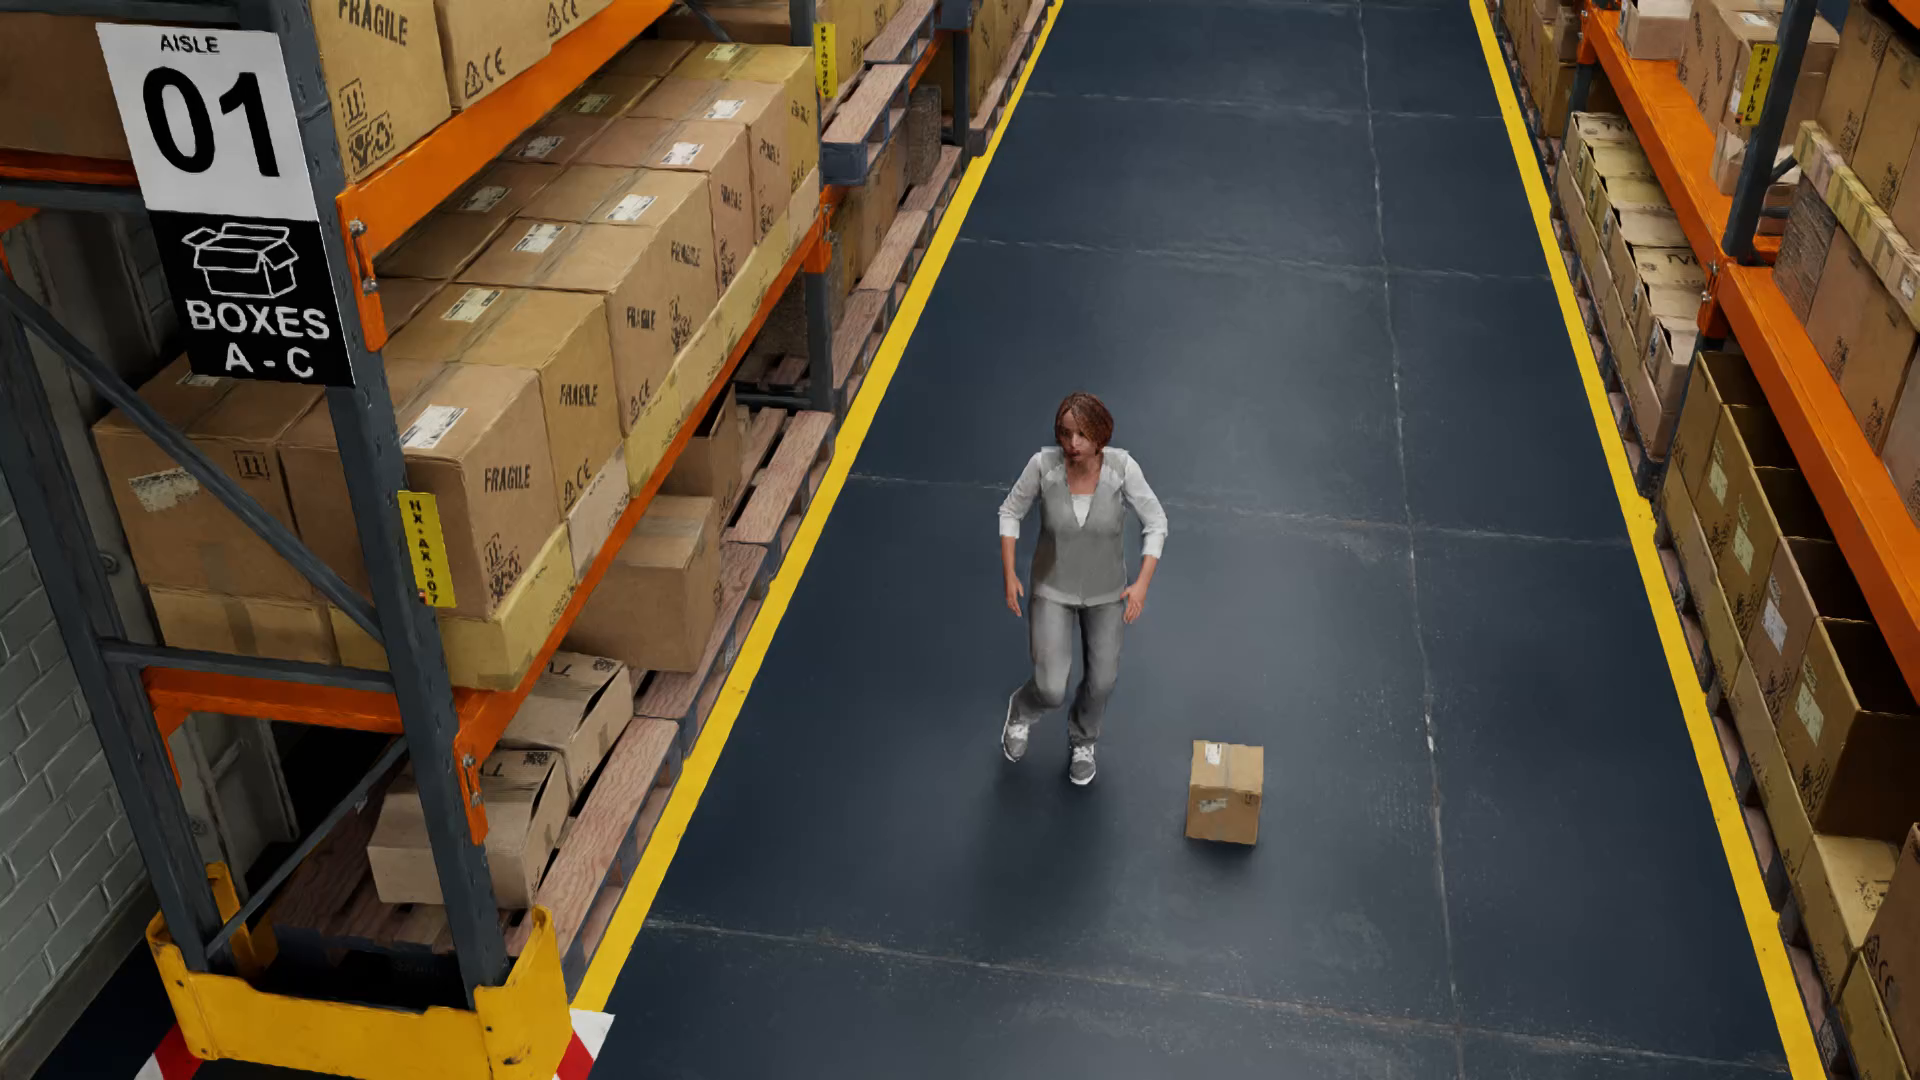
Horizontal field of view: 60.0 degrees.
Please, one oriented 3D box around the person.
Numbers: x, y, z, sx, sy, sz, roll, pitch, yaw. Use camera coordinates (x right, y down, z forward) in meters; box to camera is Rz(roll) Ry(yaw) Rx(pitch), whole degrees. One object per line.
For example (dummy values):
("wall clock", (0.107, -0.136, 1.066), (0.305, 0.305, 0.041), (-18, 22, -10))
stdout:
("person", (0.439, 0.206, 5.860), (0.579, 1.567, 0.442), (-3, 33, -5))
